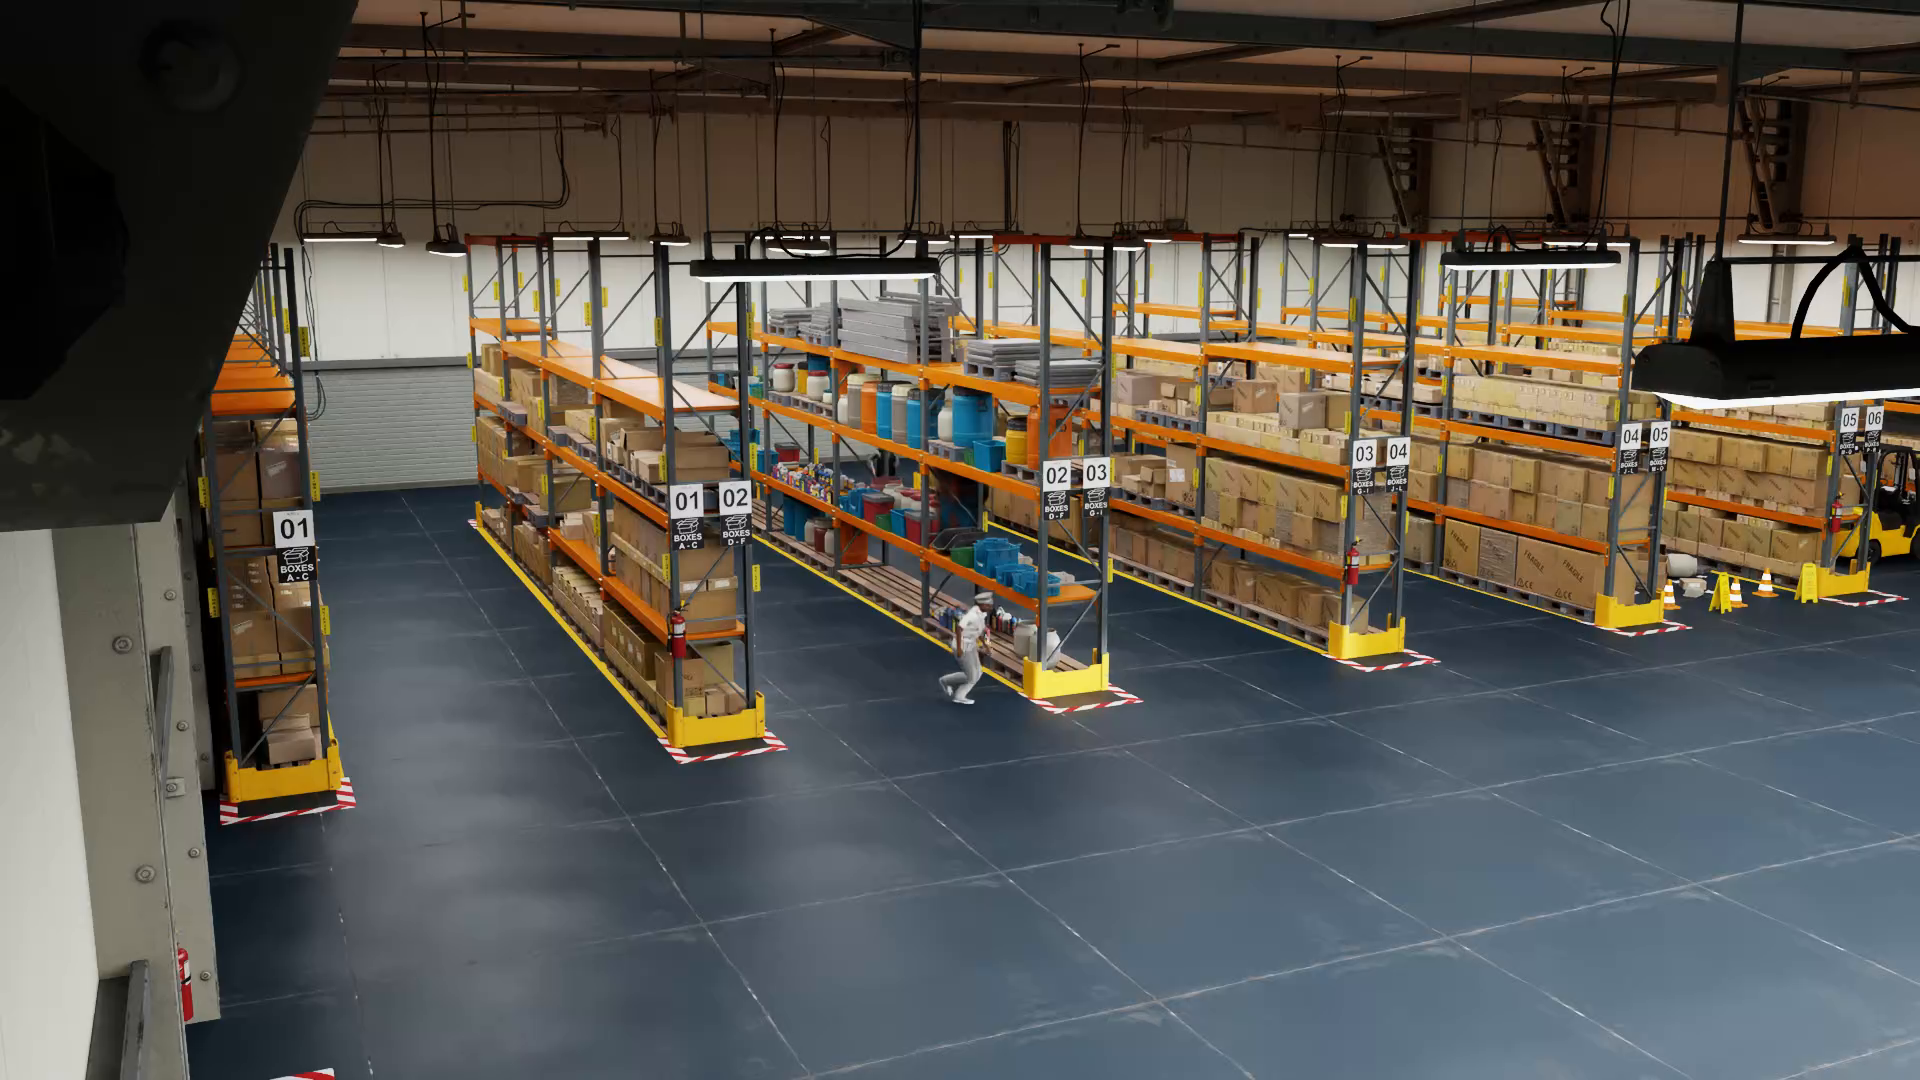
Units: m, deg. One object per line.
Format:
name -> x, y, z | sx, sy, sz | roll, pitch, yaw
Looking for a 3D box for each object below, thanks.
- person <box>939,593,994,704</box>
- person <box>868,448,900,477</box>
person -> 0.075, 1.418, 21.809 | 0.760, 1.519, 0.575 | 4, 12, 20
person -> -1.568, -1.318, 35.438 | 0.629, 1.747, 0.726 | -7, 13, -32
